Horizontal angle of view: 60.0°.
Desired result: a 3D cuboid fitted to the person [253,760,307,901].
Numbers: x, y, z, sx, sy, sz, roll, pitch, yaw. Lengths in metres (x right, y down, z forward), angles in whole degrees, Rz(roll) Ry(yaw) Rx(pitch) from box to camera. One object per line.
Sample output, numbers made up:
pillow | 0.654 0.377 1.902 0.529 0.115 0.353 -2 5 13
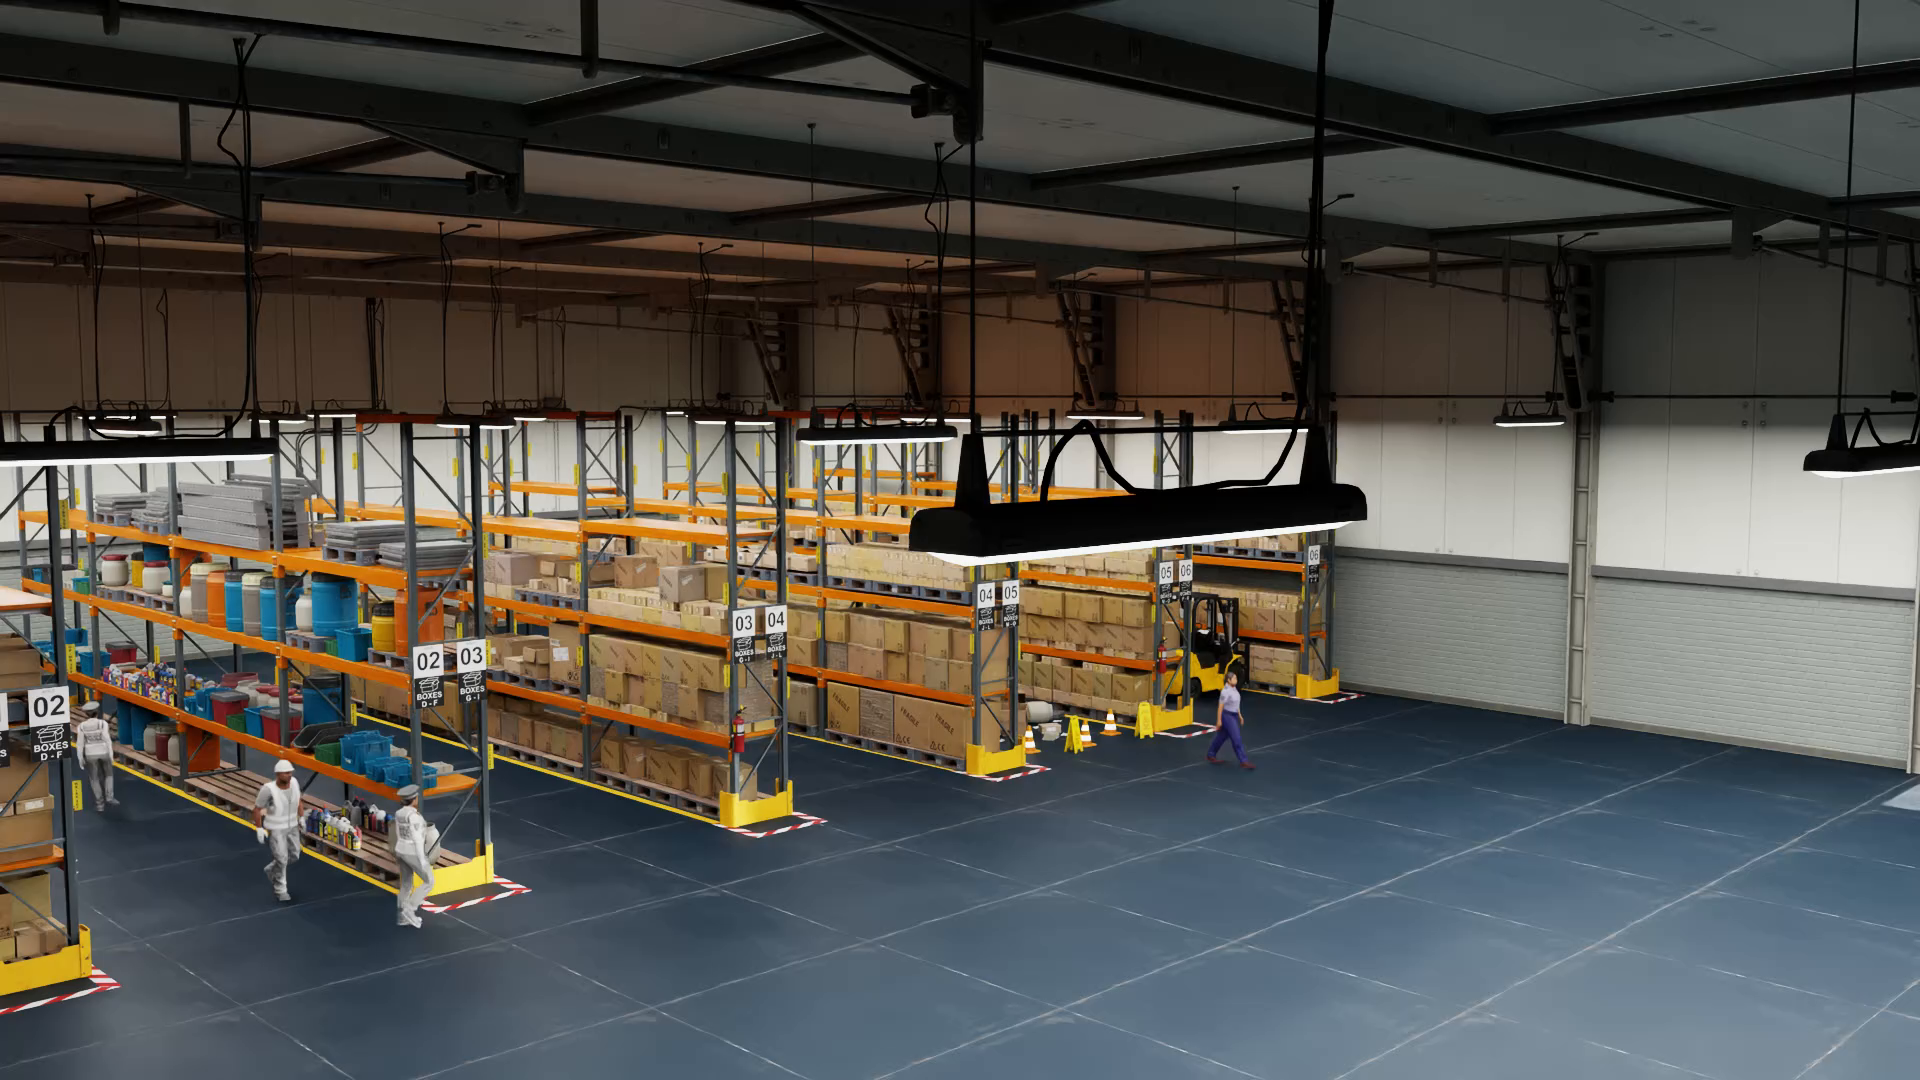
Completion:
person | -8.651 3.633 21.049 0.719 1.758 0.639 3 6 31

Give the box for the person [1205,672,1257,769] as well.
person | 4.646 3.048 28.370 0.936 1.598 0.534 2 5 20

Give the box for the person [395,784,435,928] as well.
person | -6.533 3.759 19.826 0.512 1.690 0.395 5 7 45

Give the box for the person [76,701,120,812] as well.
person | -13.097 3.294 25.241 0.531 1.658 0.519 -3 6 -35
